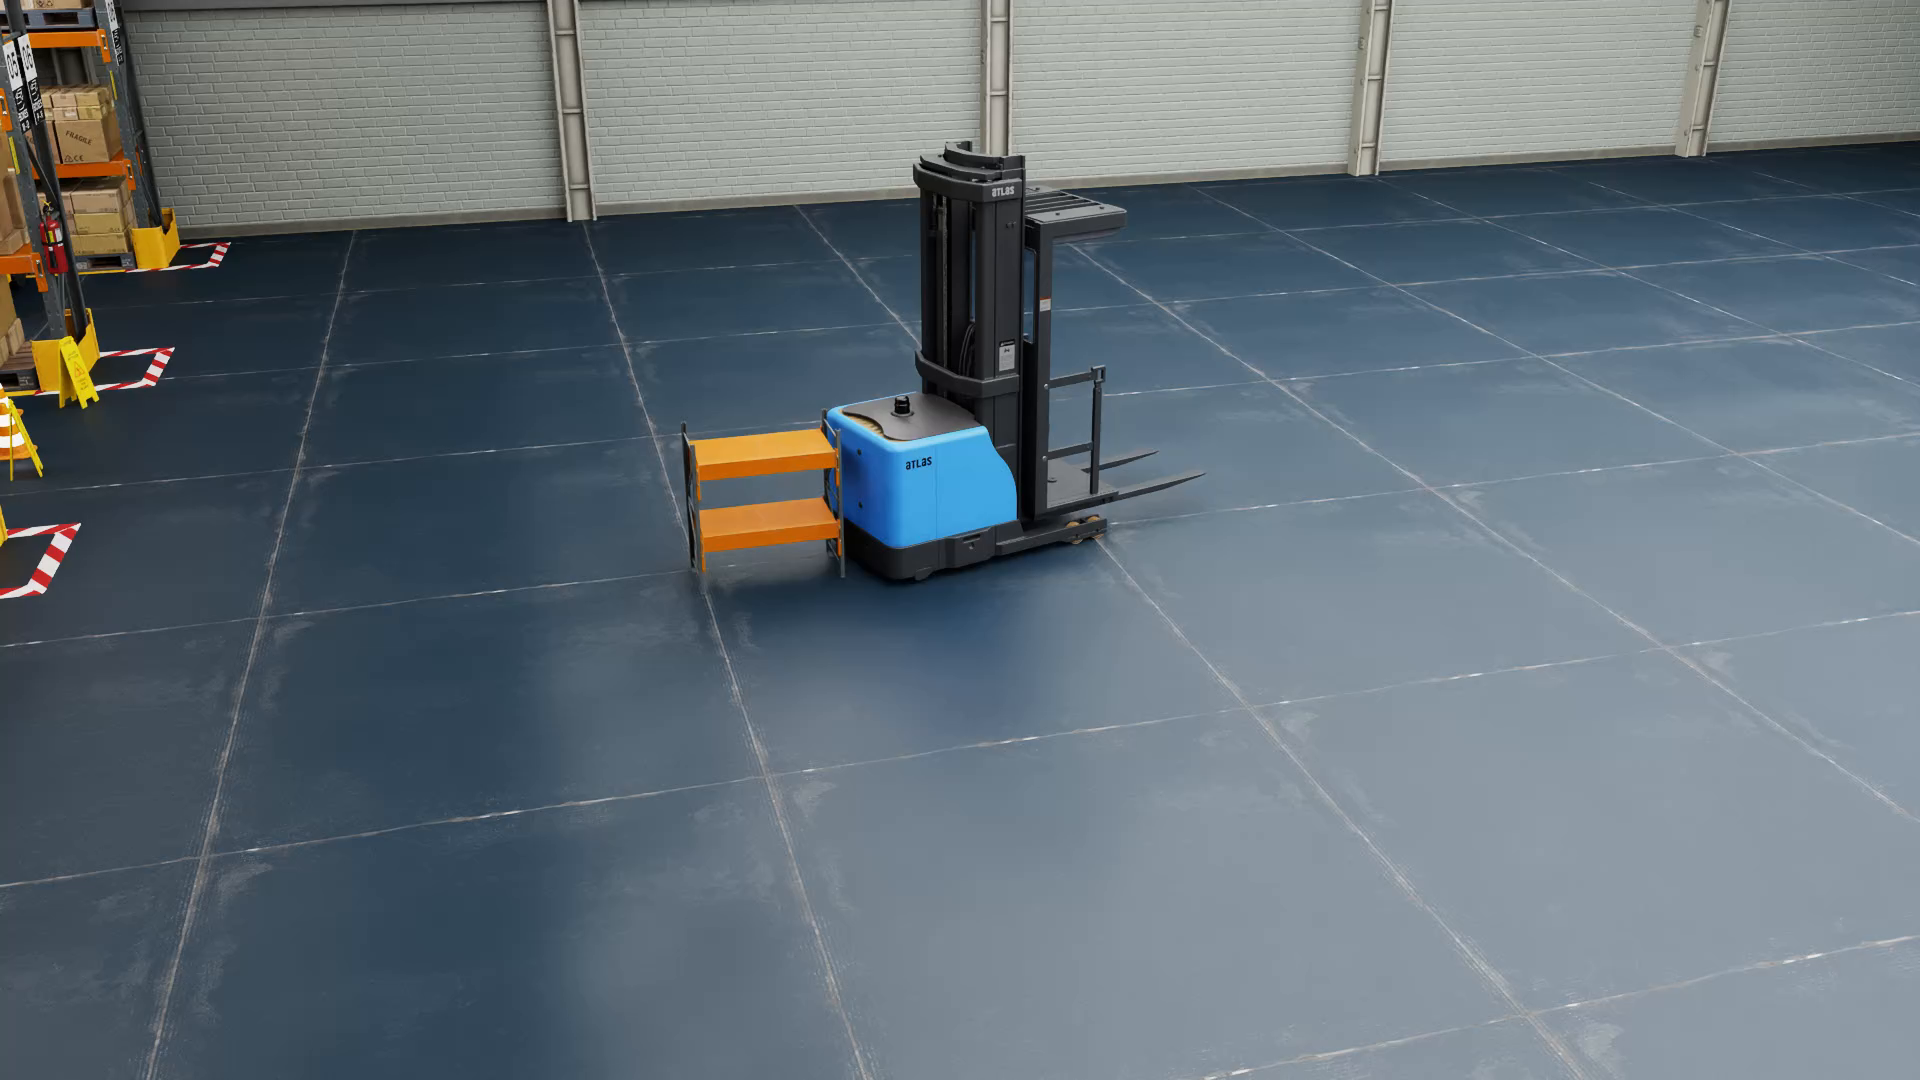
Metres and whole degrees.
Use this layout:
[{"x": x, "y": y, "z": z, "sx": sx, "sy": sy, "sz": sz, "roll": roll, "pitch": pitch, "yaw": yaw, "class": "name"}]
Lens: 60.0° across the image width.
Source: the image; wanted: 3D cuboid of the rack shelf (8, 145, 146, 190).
[{"x": -12.039, "y": -4.388, "z": 20.014, "sx": 4.000, "sy": 0.370, "sz": 1.077, "roll": -6, "pitch": 24, "yaw": -14, "class": "rack shelf"}]

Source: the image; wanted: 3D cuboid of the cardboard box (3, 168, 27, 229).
[{"x": -9.300, "y": -3.285, "z": 16.027, "sx": 0.500, "sy": 0.500, "sz": 0.500, "roll": -7, "pitch": 24, "yaw": -15, "class": "cardboard box"}]

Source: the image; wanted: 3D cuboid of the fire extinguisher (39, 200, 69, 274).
[{"x": -8.534, "y": -2.849, "z": 15.614, "sx": 0.183, "sy": 0.674, "sz": 0.296, "roll": -6, "pitch": 24, "yaw": -14, "class": "fire extinguisher"}]

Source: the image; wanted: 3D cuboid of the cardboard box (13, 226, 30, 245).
[{"x": -9.152, "y": -2.974, "z": 16.126, "sx": 0.250, "sy": 0.149, "sz": 0.380, "roll": -6, "pitch": 24, "yaw": -14, "class": "cardboard box"}]

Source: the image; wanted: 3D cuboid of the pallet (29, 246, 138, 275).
[{"x": -10.838, "y": -3.553, "z": 20.692, "sx": 1.213, "sy": 0.211, "sz": 1.003, "roll": -6, "pitch": 24, "yaw": -14, "class": "pallet"}]

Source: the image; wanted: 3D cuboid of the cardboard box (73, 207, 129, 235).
[{"x": -10.497, "y": -3.920, "z": 20.332, "sx": 0.500, "sy": 0.250, "sz": 0.500, "roll": -7, "pitch": 24, "yaw": -15, "class": "cardboard box"}]

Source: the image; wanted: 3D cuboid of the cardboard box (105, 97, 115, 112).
[{"x": -10.510, "y": -5.338, "z": 20.367, "sx": 0.250, "sy": 0.149, "sz": 0.380, "roll": -7, "pitch": 24, "yaw": -16, "class": "cardboard box"}]

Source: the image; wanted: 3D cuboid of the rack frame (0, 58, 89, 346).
[{"x": -8.769, "y": -3.047, "z": 15.978, "sx": 0.127, "sy": 3.000, "sz": 1.000, "roll": -6, "pitch": 24, "yaw": -14, "class": "rack frame"}]

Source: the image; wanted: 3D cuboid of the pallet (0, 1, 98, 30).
[{"x": -10.801, "y": -6.204, "z": 19.642, "sx": 1.213, "sy": 0.211, "sz": 1.003, "roll": -6, "pitch": 24, "yaw": -14, "class": "pallet"}]

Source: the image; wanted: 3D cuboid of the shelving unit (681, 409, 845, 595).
[{"x": -1.406, "y": -0.283, "z": 11.913, "sx": 1.048, "sy": 1.125, "sz": 0.538, "roll": -7, "pitch": 24, "yaw": -15, "class": "shelving unit"}]

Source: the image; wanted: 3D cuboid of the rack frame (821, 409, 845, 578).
[{"x": -0.918, "y": -0.340, "z": 12.046, "sx": 0.032, "sy": 1.125, "sz": 0.500, "roll": -7, "pitch": 24, "yaw": -15, "class": "rack frame"}]

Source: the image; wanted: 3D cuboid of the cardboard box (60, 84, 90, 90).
[{"x": -10.767, "y": -5.453, "z": 20.258, "sx": 0.250, "sy": 0.149, "sz": 0.380, "roll": -5, "pitch": 24, "yaw": -13, "class": "cardboard box"}]

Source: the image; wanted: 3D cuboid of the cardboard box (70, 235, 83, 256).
[{"x": -10.962, "y": -3.641, "z": 20.317, "sx": 0.500, "sy": 0.250, "sz": 0.500, "roll": -6, "pitch": 24, "yaw": -14, "class": "cardboard box"}]

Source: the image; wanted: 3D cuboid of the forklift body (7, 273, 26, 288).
[{"x": -11.446, "y": -3.647, "z": 18.451, "sx": 1.214, "sy": 2.155, "sz": 2.313, "roll": -6, "pitch": 24, "yaw": -14, "class": "forklift body"}]

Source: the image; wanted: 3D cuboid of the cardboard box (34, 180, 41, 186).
[{"x": -11.592, "y": -4.237, "z": 20.437, "sx": 0.500, "sy": 0.250, "sz": 0.500, "roll": -6, "pitch": 24, "yaw": -15, "class": "cardboard box"}]

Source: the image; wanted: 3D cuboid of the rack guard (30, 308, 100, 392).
[{"x": -8.842, "y": -1.890, "z": 16.452, "sx": 0.348, "sy": 0.500, "sz": 1.175, "roll": -6, "pitch": 24, "yaw": -14, "class": "rack guard"}]

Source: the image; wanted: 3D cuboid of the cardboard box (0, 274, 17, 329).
[{"x": -9.643, "y": -2.338, "z": 16.327, "sx": 0.500, "sy": 0.500, "sz": 0.500, "roll": -7, "pitch": 24, "yaw": -16, "class": "cardboard box"}]

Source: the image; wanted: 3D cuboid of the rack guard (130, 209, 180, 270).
[{"x": -10.090, "y": -3.785, "z": 20.868, "sx": 0.348, "sy": 0.500, "sz": 1.175, "roll": -6, "pitch": 24, "yaw": -14, "class": "rack guard"}]

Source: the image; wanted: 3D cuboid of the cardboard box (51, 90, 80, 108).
[{"x": -10.630, "y": -5.256, "z": 19.799, "sx": 0.250, "sy": 0.149, "sz": 0.380, "roll": -6, "pitch": 24, "yaw": -14, "class": "cardboard box"}]

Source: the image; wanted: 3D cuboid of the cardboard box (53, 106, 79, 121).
[{"x": -10.609, "y": -5.094, "z": 19.798, "sx": 0.250, "sy": 0.149, "sz": 0.380, "roll": -6, "pitch": 24, "yaw": -14, "class": "cardboard box"}]

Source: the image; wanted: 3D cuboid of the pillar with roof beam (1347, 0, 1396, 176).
[{"x": 7.467, "y": -8.239, "z": 20.470, "sx": 0.400, "sy": 9.000, "sz": 9.100, "roll": -6, "pitch": 24, "yaw": -14, "class": "pillar with roof beam"}]

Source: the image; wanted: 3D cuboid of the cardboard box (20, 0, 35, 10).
[{"x": -10.829, "y": -6.230, "z": 19.250, "sx": 0.250, "sy": 0.149, "sz": 0.380, "roll": -7, "pitch": 24, "yaw": -16, "class": "cardboard box"}]

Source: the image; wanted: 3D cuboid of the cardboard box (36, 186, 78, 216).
[{"x": -10.962, "y": -4.096, "z": 20.109, "sx": 0.500, "sy": 0.250, "sz": 0.500, "roll": -6, "pitch": 24, "yaw": -13, "class": "cardboard box"}]

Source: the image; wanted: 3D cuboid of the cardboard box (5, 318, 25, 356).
[{"x": -9.620, "y": -1.996, "z": 16.482, "sx": 0.500, "sy": 0.250, "sz": 0.500, "roll": -7, "pitch": 24, "yaw": -15, "class": "cardboard box"}]

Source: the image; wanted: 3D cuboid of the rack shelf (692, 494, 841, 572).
[{"x": -1.406, "y": -0.058, "z": 12.009, "sx": 1.000, "sy": 0.278, "sz": 0.538, "roll": -7, "pitch": 24, "yaw": -15, "class": "rack shelf"}]

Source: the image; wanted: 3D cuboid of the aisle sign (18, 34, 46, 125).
[{"x": -8.793, "y": -4.366, "z": 15.755, "sx": 0.004, "sy": 0.787, "sz": 0.394, "roll": -6, "pitch": 24, "yaw": -14, "class": "aisle sign"}]

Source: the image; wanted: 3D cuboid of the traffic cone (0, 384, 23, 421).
[{"x": -8.834, "y": -1.346, "z": 15.230, "sx": 0.334, "sy": 0.463, "sz": 0.336, "roll": -6, "pitch": 24, "yaw": -14, "class": "traffic cone"}]

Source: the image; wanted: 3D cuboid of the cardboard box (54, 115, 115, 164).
[{"x": -10.516, "y": -4.825, "z": 19.995, "sx": 0.500, "sy": 0.500, "sz": 0.500, "roll": -7, "pitch": 24, "yaw": -16, "class": "cardboard box"}]

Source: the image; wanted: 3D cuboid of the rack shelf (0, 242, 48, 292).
[{"x": -10.694, "y": -2.504, "z": 15.623, "sx": 4.000, "sy": 0.370, "sz": 1.077, "roll": -6, "pitch": 24, "yaw": -14, "class": "rack shelf"}]

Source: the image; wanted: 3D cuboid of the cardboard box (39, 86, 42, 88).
[{"x": -11.248, "y": -5.388, "z": 20.107, "sx": 0.250, "sy": 0.149, "sz": 0.380, "roll": -6, "pitch": 24, "yaw": -14, "class": "cardboard box"}]

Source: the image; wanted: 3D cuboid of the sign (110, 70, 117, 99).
[{"x": -9.980, "y": -5.365, "z": 19.610, "sx": 0.005, "sy": 0.325, "sz": 0.100, "roll": -6, "pitch": 24, "yaw": -14, "class": "sign"}]

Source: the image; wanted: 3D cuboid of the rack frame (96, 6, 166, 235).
[{"x": -10.113, "y": -4.931, "z": 20.369, "sx": 0.127, "sy": 3.000, "sz": 1.000, "roll": -6, "pitch": 24, "yaw": -14, "class": "rack frame"}]

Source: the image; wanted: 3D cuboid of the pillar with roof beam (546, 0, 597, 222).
[{"x": -4.087, "y": -6.961, "z": 17.491, "sx": 0.400, "sy": 9.000, "sz": 9.100, "roll": -6, "pitch": 24, "yaw": -14, "class": "pillar with roof beam"}]

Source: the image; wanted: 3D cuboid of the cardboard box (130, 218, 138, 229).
[{"x": -10.639, "y": -3.883, "z": 20.879, "sx": 0.500, "sy": 0.250, "sz": 0.500, "roll": -6, "pitch": 24, "yaw": -14, "class": "cardboard box"}]

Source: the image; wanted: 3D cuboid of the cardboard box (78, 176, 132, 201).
[{"x": -10.627, "y": -4.341, "z": 20.679, "sx": 0.500, "sy": 0.250, "sz": 0.500, "roll": -7, "pitch": 24, "yaw": -15, "class": "cardboard box"}]

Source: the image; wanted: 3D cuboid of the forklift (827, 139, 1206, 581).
[{"x": 0.527, "y": -1.478, "z": 12.408, "sx": 3.031, "sy": 2.935, "sz": 1.130, "roll": -14, "pitch": 27, "yaw": -29, "class": "forklift"}]

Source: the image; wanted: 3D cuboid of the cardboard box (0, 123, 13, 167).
[{"x": -11.511, "y": -4.719, "z": 19.747, "sx": 0.500, "sy": 0.500, "sz": 0.500, "roll": -7, "pitch": 24, "yaw": -15, "class": "cardboard box"}]

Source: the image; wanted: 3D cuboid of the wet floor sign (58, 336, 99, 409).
[{"x": -8.297, "y": -1.579, "z": 15.543, "sx": 0.232, "sy": 0.644, "sz": 0.267, "roll": 2, "pitch": 23, "yaw": 4, "class": "wet floor sign"}]
